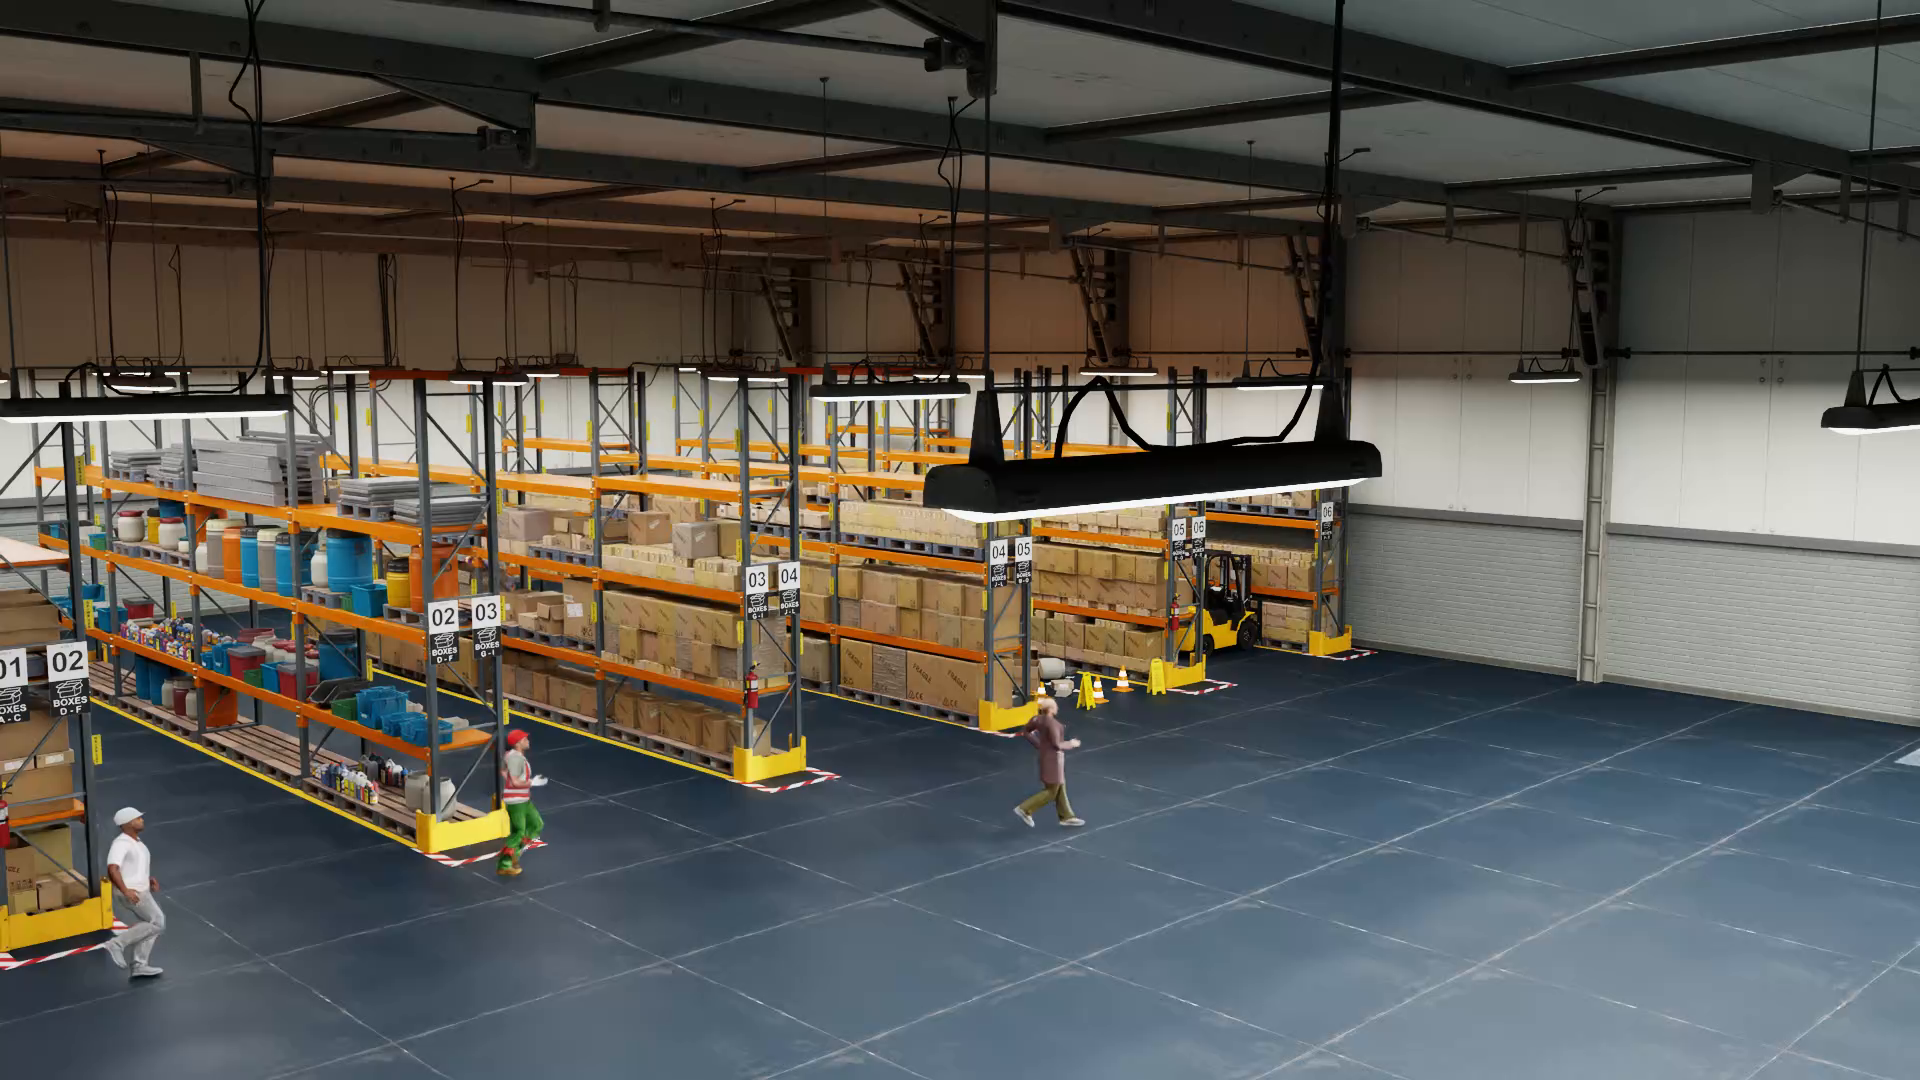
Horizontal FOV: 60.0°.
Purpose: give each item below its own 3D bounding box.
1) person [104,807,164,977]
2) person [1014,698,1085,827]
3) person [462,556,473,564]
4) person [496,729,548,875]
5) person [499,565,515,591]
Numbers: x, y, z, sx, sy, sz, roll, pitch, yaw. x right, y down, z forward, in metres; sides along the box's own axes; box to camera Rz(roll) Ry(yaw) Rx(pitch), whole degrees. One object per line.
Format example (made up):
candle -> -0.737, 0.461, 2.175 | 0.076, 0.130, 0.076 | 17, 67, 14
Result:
person -> -8.445, 3.577, 17.010 | 0.547, 1.691, 0.743 | -2, 7, -20
person -> 1.185, 2.999, 21.960 | 1.047, 1.682, 0.708 | -2, 7, -19
person -> -11.871, 0.997, 39.903 | 0.917, 1.696, 0.822 | -5, 8, -39
person -> -5.335, 3.166, 20.283 | 0.639, 1.734, 0.663 | -1, 7, -11
person -> -10.201, 1.359, 37.042 | 0.610, 1.627, 0.657 | -5, 8, -36
